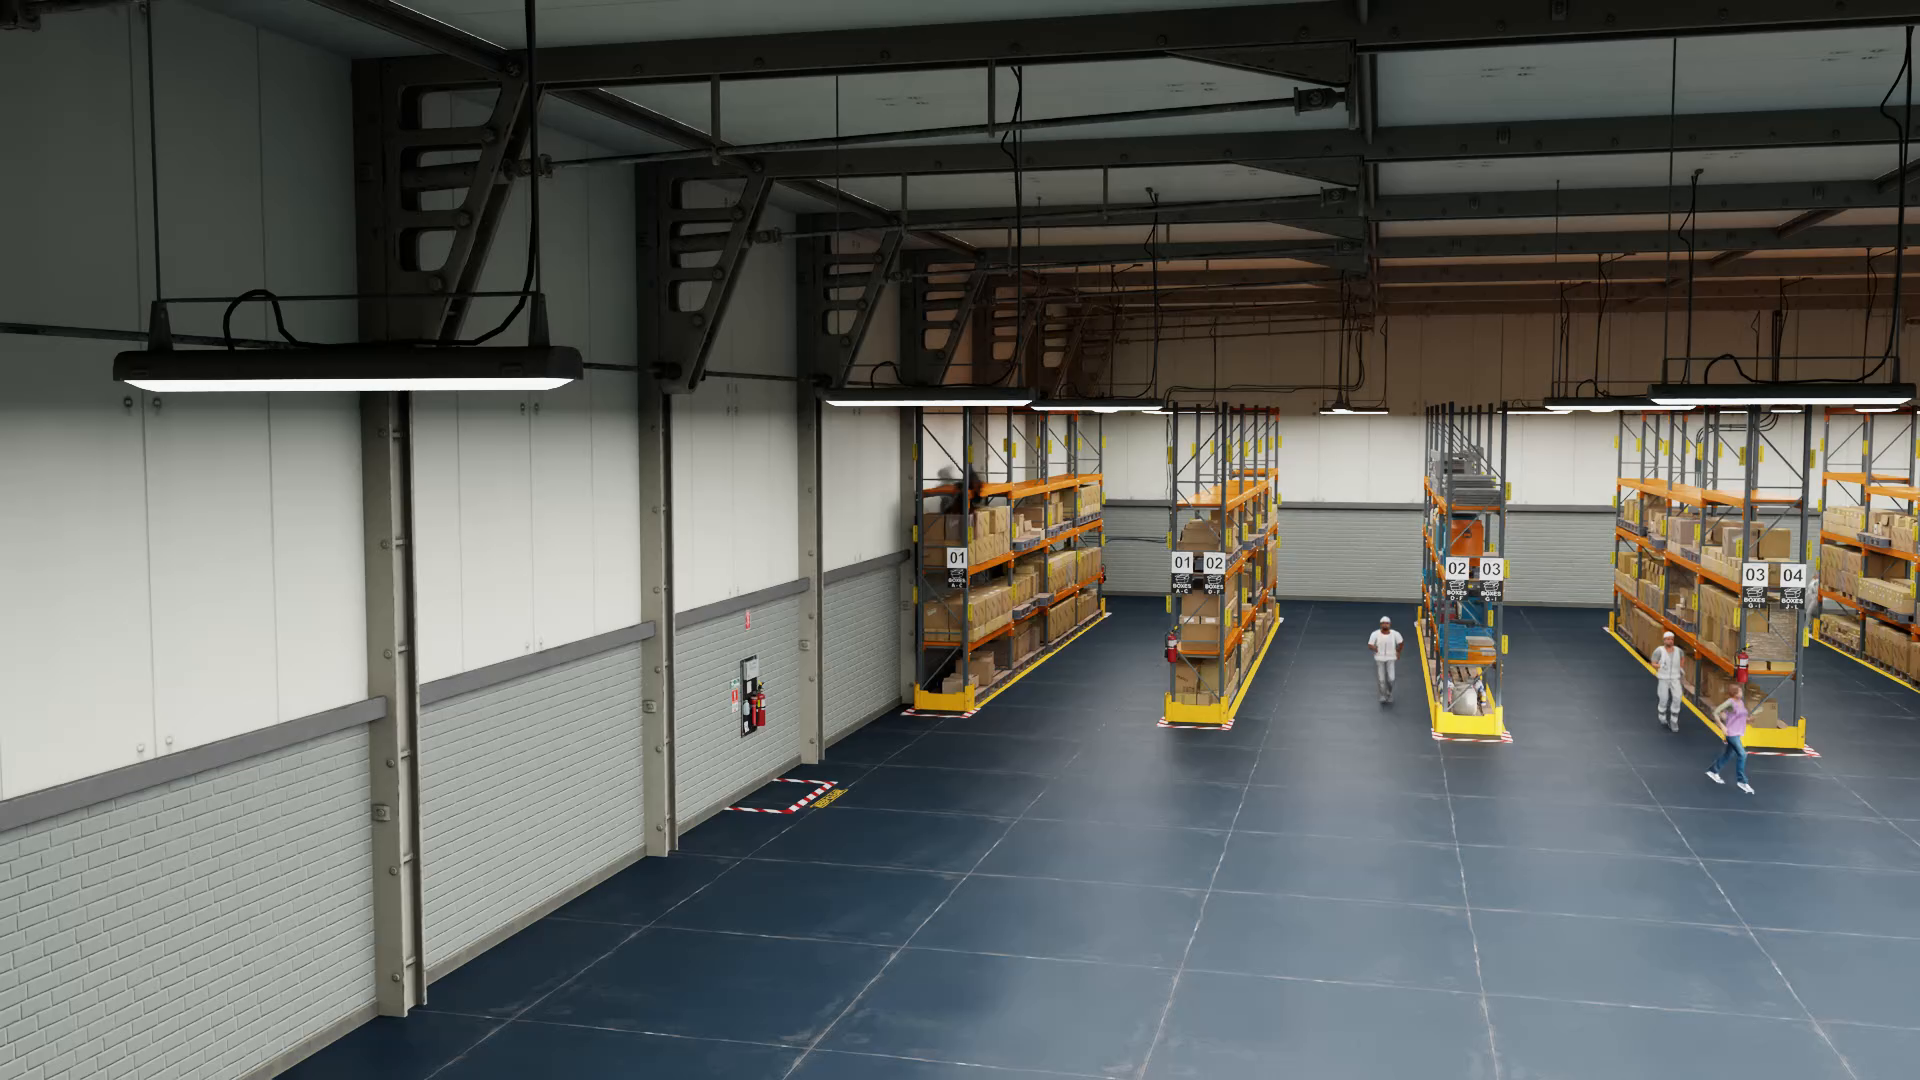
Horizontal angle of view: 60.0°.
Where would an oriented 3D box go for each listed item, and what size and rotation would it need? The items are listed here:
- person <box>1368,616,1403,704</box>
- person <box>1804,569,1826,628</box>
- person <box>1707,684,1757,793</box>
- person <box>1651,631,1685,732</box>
[{"bbox_3d":[8.482,2.402,33.127,0.680,1.750,0.626,1,4,14],"label":"person"},{"bbox_3d":[22.760,1.617,44.220,0.829,1.695,0.683,0,4,1],"label":"person"},{"bbox_3d":[11.869,3.021,25.564,0.517,1.632,0.754,-4,6,-44],"label":"person"},{"bbox_3d":[12.982,2.587,30.464,0.630,1.836,0.764,1,4,12],"label":"person"}]
